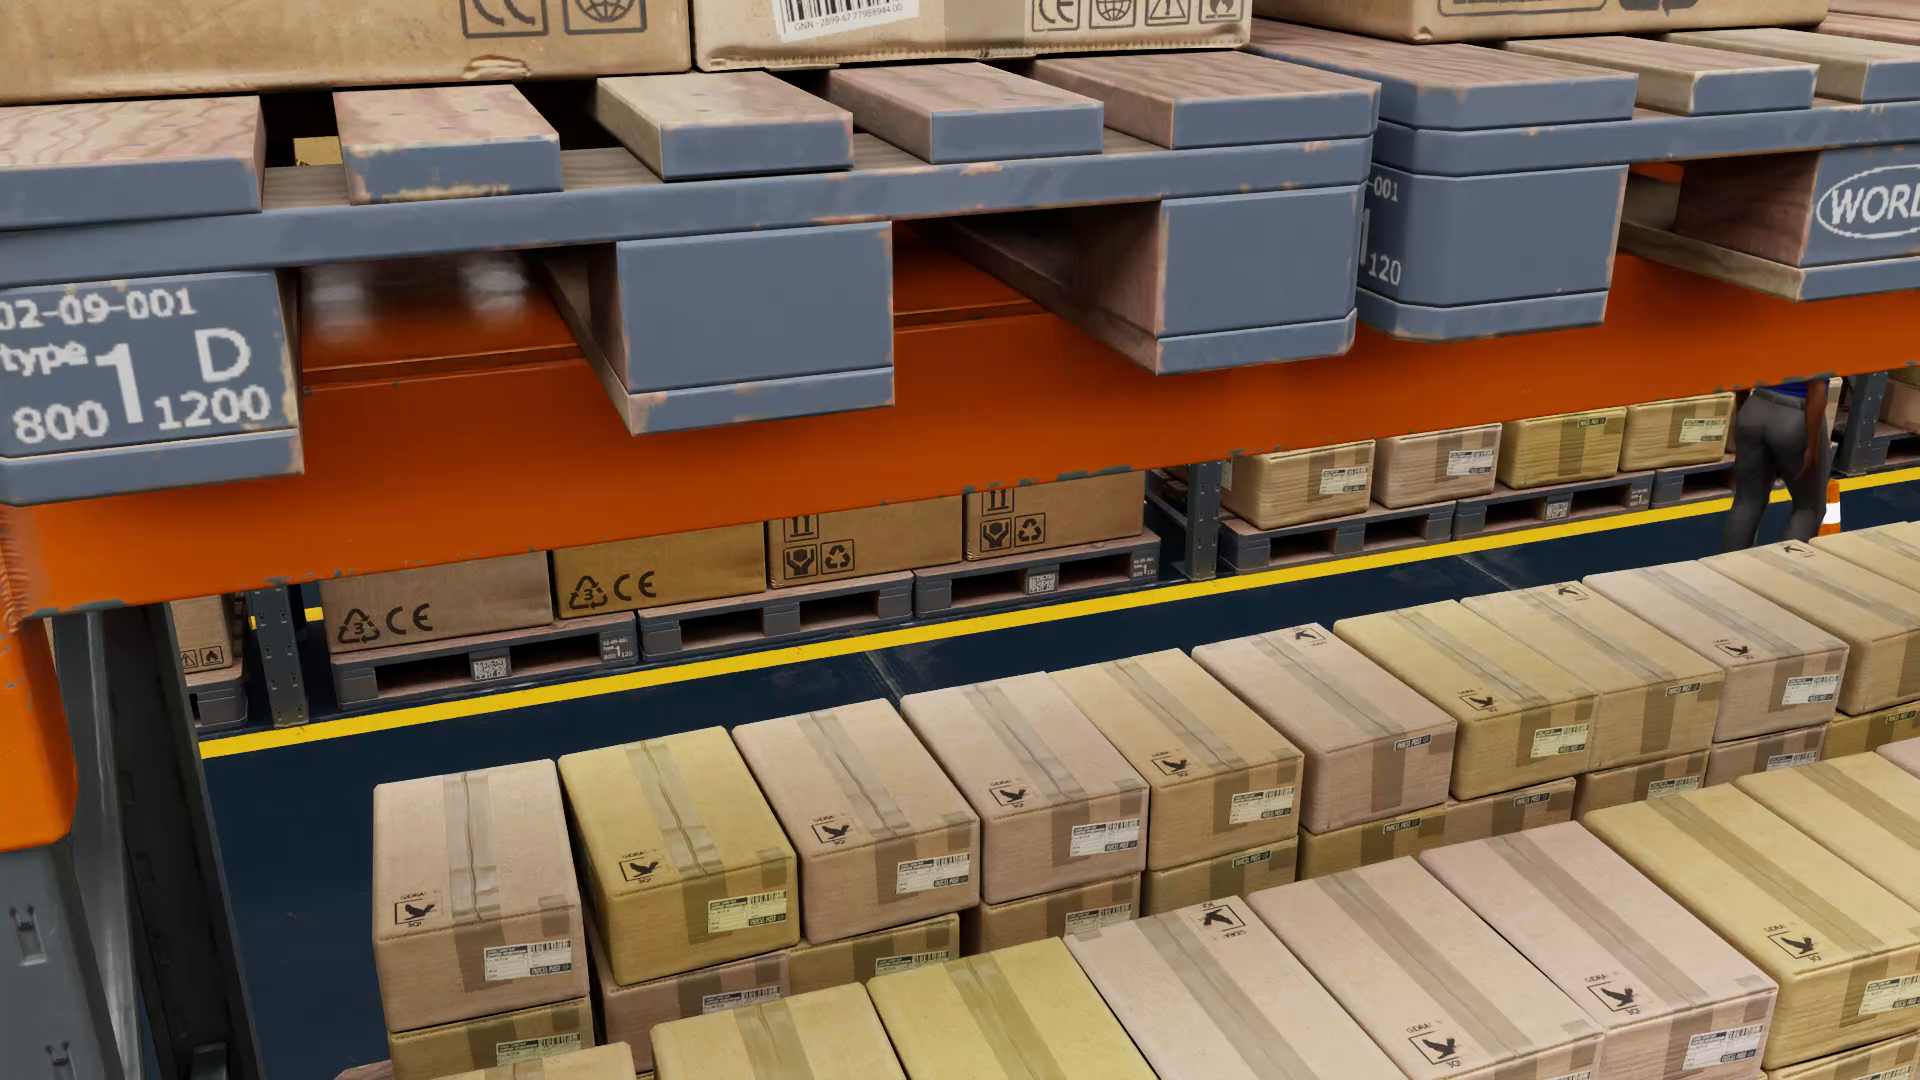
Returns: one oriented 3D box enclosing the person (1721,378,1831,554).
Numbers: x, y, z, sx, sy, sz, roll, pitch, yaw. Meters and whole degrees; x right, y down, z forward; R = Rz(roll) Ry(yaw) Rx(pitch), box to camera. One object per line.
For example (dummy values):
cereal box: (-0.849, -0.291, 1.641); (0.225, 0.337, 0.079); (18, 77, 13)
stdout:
person: (3.576, -0.456, 7.230); (0.395, 1.722, 0.467); (-12, 25, -26)
